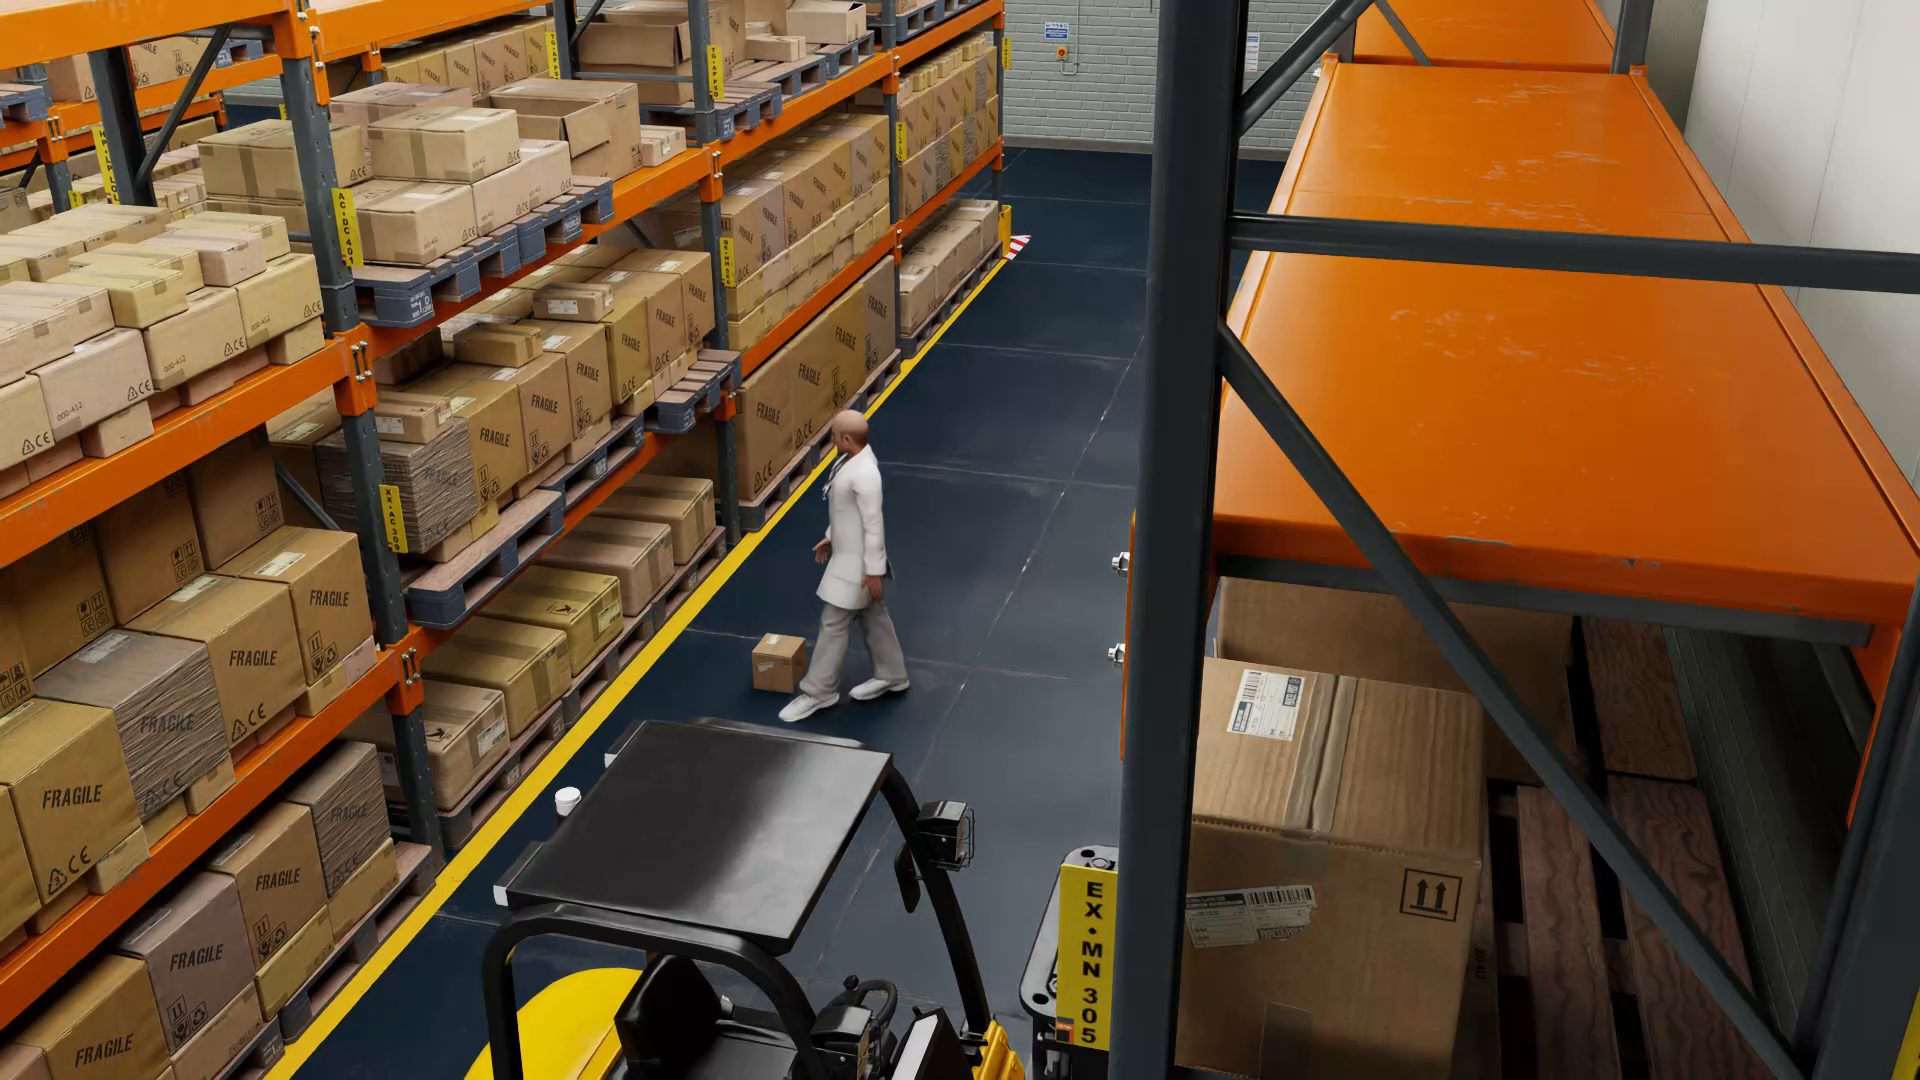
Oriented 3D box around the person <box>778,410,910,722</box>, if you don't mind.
[{"bbox_3d":[-0.682,0.112,9.500,0.774,1.786,0.629,-2,25,-4],"label":"person"}]
